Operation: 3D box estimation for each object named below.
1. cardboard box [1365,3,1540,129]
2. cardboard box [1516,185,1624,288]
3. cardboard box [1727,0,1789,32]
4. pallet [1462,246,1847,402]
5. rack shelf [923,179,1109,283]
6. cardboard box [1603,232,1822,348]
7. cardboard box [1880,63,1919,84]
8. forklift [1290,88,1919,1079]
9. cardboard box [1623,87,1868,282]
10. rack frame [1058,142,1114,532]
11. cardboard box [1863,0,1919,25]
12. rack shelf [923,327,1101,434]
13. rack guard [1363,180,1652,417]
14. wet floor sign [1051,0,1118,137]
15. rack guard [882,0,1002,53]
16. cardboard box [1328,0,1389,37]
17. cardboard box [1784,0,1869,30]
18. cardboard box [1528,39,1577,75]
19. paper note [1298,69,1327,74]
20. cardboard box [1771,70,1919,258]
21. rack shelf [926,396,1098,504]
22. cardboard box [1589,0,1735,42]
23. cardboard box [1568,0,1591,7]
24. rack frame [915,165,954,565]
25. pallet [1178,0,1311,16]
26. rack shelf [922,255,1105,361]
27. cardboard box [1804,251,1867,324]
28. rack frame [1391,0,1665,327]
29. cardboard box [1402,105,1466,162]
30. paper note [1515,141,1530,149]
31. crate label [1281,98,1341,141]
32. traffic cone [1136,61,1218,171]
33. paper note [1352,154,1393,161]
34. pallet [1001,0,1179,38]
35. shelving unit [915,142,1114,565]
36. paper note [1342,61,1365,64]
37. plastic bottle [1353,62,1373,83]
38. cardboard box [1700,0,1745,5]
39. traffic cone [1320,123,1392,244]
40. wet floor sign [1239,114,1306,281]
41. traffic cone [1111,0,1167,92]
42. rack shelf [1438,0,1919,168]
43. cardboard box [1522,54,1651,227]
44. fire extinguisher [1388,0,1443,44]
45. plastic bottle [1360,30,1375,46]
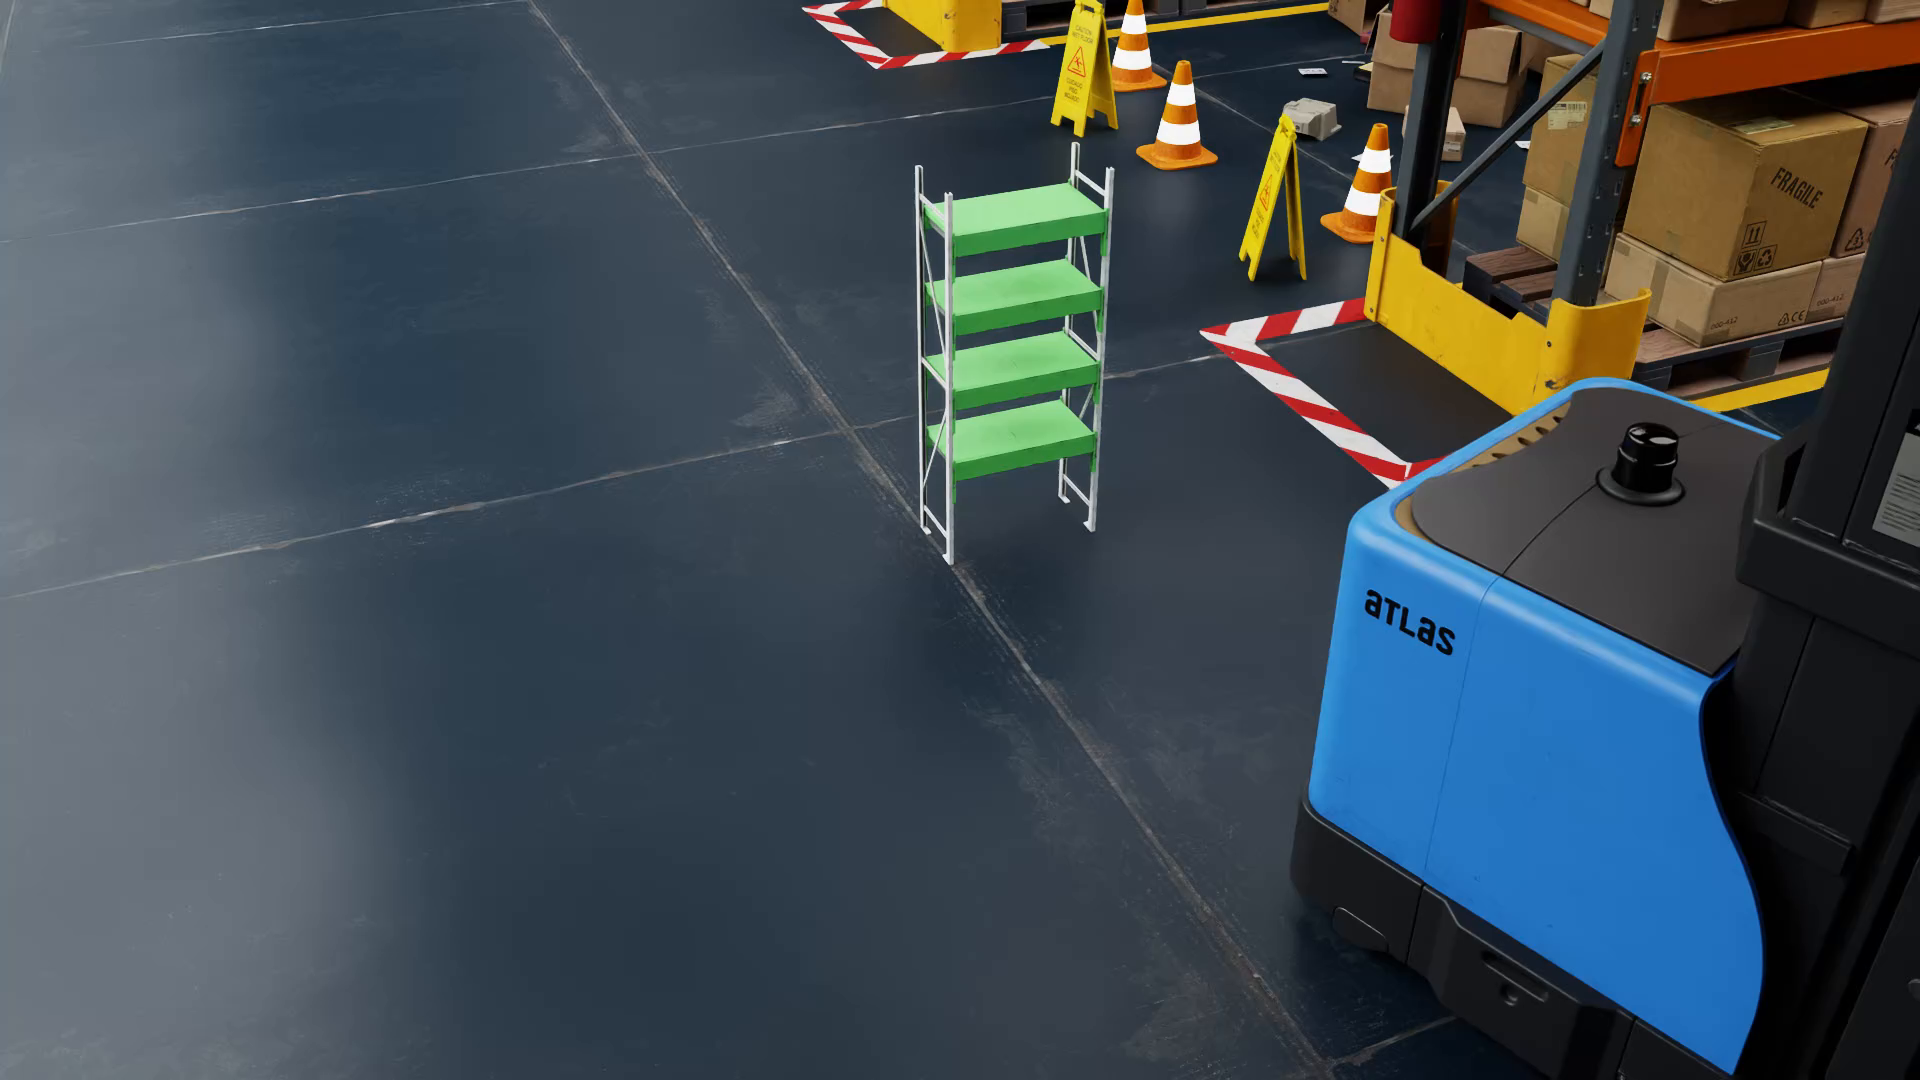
[{"bbox_3d":[2.545,-2.505,8.638,0.797,0.503,0.637,16,36,23],"label":"cardboard box"},{"bbox_3d":[2.569,-1.242,6.544,0.500,0.250,0.500,-13,35,-19],"label":"cardboard box"},{"bbox_3d":[2.527,-1.830,5.543,0.250,0.149,0.380,-12,35,-18],"label":"cardboard box"},{"bbox_3d":[2.739,-0.908,6.452,1.213,0.211,1.003,-13,35,-19],"label":"pallet"},{"bbox_3d":[0.153,-0.887,4.750,0.480,0.148,0.258,-13,35,-19],"label":"rack shelf"},{"bbox_3d":[2.757,-0.962,6.114,0.500,0.250,0.500,-13,35,-19],"label":"cardboard box"},{"bbox_3d":[3.725,-1.496,6.247,0.500,0.500,0.500,-12,35,-18],"label":"cardboard box"},{"bbox_3d":[2.136,0.038,2.504,1.130,2.935,3.031,-26,41,-34],"label":"forklift"},{"bbox_3d":[2.778,-1.282,5.918,0.500,0.500,0.500,-14,36,-21],"label":"cardboard box"},{"bbox_3d":[0.378,-0.589,5.056,0.015,1.200,0.240,-13,35,-19],"label":"rack frame"},{"bbox_3d":[3.054,-1.876,5.613,0.250,0.149,0.380,-12,35,-18],"label":"cardboard box"},{"bbox_3d":[0.153,-0.484,5.011,0.480,0.148,0.258,-13,35,-19],"label":"rack shelf"},{"bbox_3d":[1.976,-0.876,6.137,0.348,0.500,1.175,-13,35,-19],"label":"rack guard"},{"bbox_3d":[0.636,-2.386,8.326,0.232,0.644,0.267,-19,38,-27],"label":"wet floor sign"},{"bbox_3d":[-0.126,-3.322,9.898,0.348,0.500,1.175,-13,35,-19],"label":"rack guard"},{"bbox_3d":[2.551,-3.329,9.906,0.500,0.500,0.500,-7,34,-11],"label":"cardboard box"},{"bbox_3d":[2.803,-1.845,5.566,0.250,0.149,0.380,-14,36,-20],"label":"cardboard box"},{"bbox_3d":[3.404,-2.763,8.911,0.503,0.637,0.797,-13,35,-19],"label":"cardboard box"},{"bbox_3d":[1.961,-2.598,9.217,0.142,0.017,0.144,-2,33,-2],"label":"paper note"},{"bbox_3d":[3.259,-1.394,6.091,0.500,0.500,0.500,-14,36,-21],"label":"cardboard box"},{"bbox_3d":[0.153,-0.283,5.142,0.480,0.148,0.258,-13,35,-19],"label":"rack shelf"},{"bbox_3d":[2.299,-1.770,5.450,0.250,0.149,0.380,-13,35,-19],"label":"cardboard box"},{"bbox_3d":[2.168,-1.988,5.786,0.250,0.149,0.380,-12,35,-17],"label":"cardboard box"},{"bbox_3d":[-0.072,-0.486,4.897,0.015,1.200,0.240,-13,35,-19],"label":"rack frame"},{"bbox_3d":[1.727,-3.670,10.697,1.213,0.211,1.003,-13,35,-19],"label":"pallet"},{"bbox_3d":[0.153,-0.685,4.880,0.480,0.148,0.258,-13,35,-19],"label":"rack shelf"},{"bbox_3d":[3.230,-1.066,6.274,0.500,0.250,0.500,-12,35,-17],"label":"cardboard box"},{"bbox_3d":[1.906,-1.907,5.431,0.127,3.000,1.000,-13,35,-19],"label":"rack frame"},{"bbox_3d":[2.332,-2.005,8.195,0.250,0.149,0.380,4,33,6],"label":"cardboard box"},{"bbox_3d":[2.848,-1.962,8.249,0.142,0.019,0.148,-2,33,-2],"label":"paper note"},{"bbox_3d":[1.761,-2.130,8.399,0.250,0.136,0.298,23,39,30],"label":"crate label"},{"bbox_3d":[1.060,-2.070,8.007,0.334,0.463,0.336,-13,35,-19],"label":"traffic cone"},{"bbox_3d":[2.007,-1.863,8.086,0.142,0.019,0.148,-27,42,-35],"label":"paper note"},{"bbox_3d":[0.603,-3.414,10.304,1.213,0.211,1.003,-13,35,-19],"label":"pallet"},{"bbox_3d":[0.153,-0.538,4.977,0.503,1.200,0.258,-13,35,-19],"label":"shelving unit"},{"bbox_3d":[2.221,-2.696,9.384,0.123,0.001,0.032,4,33,6],"label":"paper note"},{"bbox_3d":[2.308,-2.595,9.181,0.283,0.061,0.133,-27,42,-35],"label":"plastic bottle"},{"bbox_3d":[2.450,-2.034,5.262,0.500,0.500,0.500,-13,35,-20],"label":"cardboard box"},{"bbox_3d":[1.803,-1.583,7.259,0.334,0.463,0.336,-13,35,-19],"label":"traffic cone"},{"bbox_3d":[1.317,-1.418,6.838,0.232,0.644,0.267,-2,33,-2],"label":"wet floor sign"},{"bbox_3d":[0.936,-2.710,8.990,0.334,0.463,0.336,-13,35,-19],"label":"traffic cone"},{"bbox_3d":[3.750,-2.028,6.276,4.000,0.370,1.077,-13,35,-19],"label":"rack shelf"},{"bbox_3d":[2.544,-1.545,6.323,0.500,0.500,0.500,-13,35,-19],"label":"cardboard box"},{"bbox_3d":[1.622,-2.082,5.771,0.183,0.674,0.296,-13,35,-19],"label":"fire extinguisher"},{"bbox_3d":[2.475,-2.892,9.639,0.133,0.061,0.283,-27,42,-35],"label":"plastic bottle"}]
